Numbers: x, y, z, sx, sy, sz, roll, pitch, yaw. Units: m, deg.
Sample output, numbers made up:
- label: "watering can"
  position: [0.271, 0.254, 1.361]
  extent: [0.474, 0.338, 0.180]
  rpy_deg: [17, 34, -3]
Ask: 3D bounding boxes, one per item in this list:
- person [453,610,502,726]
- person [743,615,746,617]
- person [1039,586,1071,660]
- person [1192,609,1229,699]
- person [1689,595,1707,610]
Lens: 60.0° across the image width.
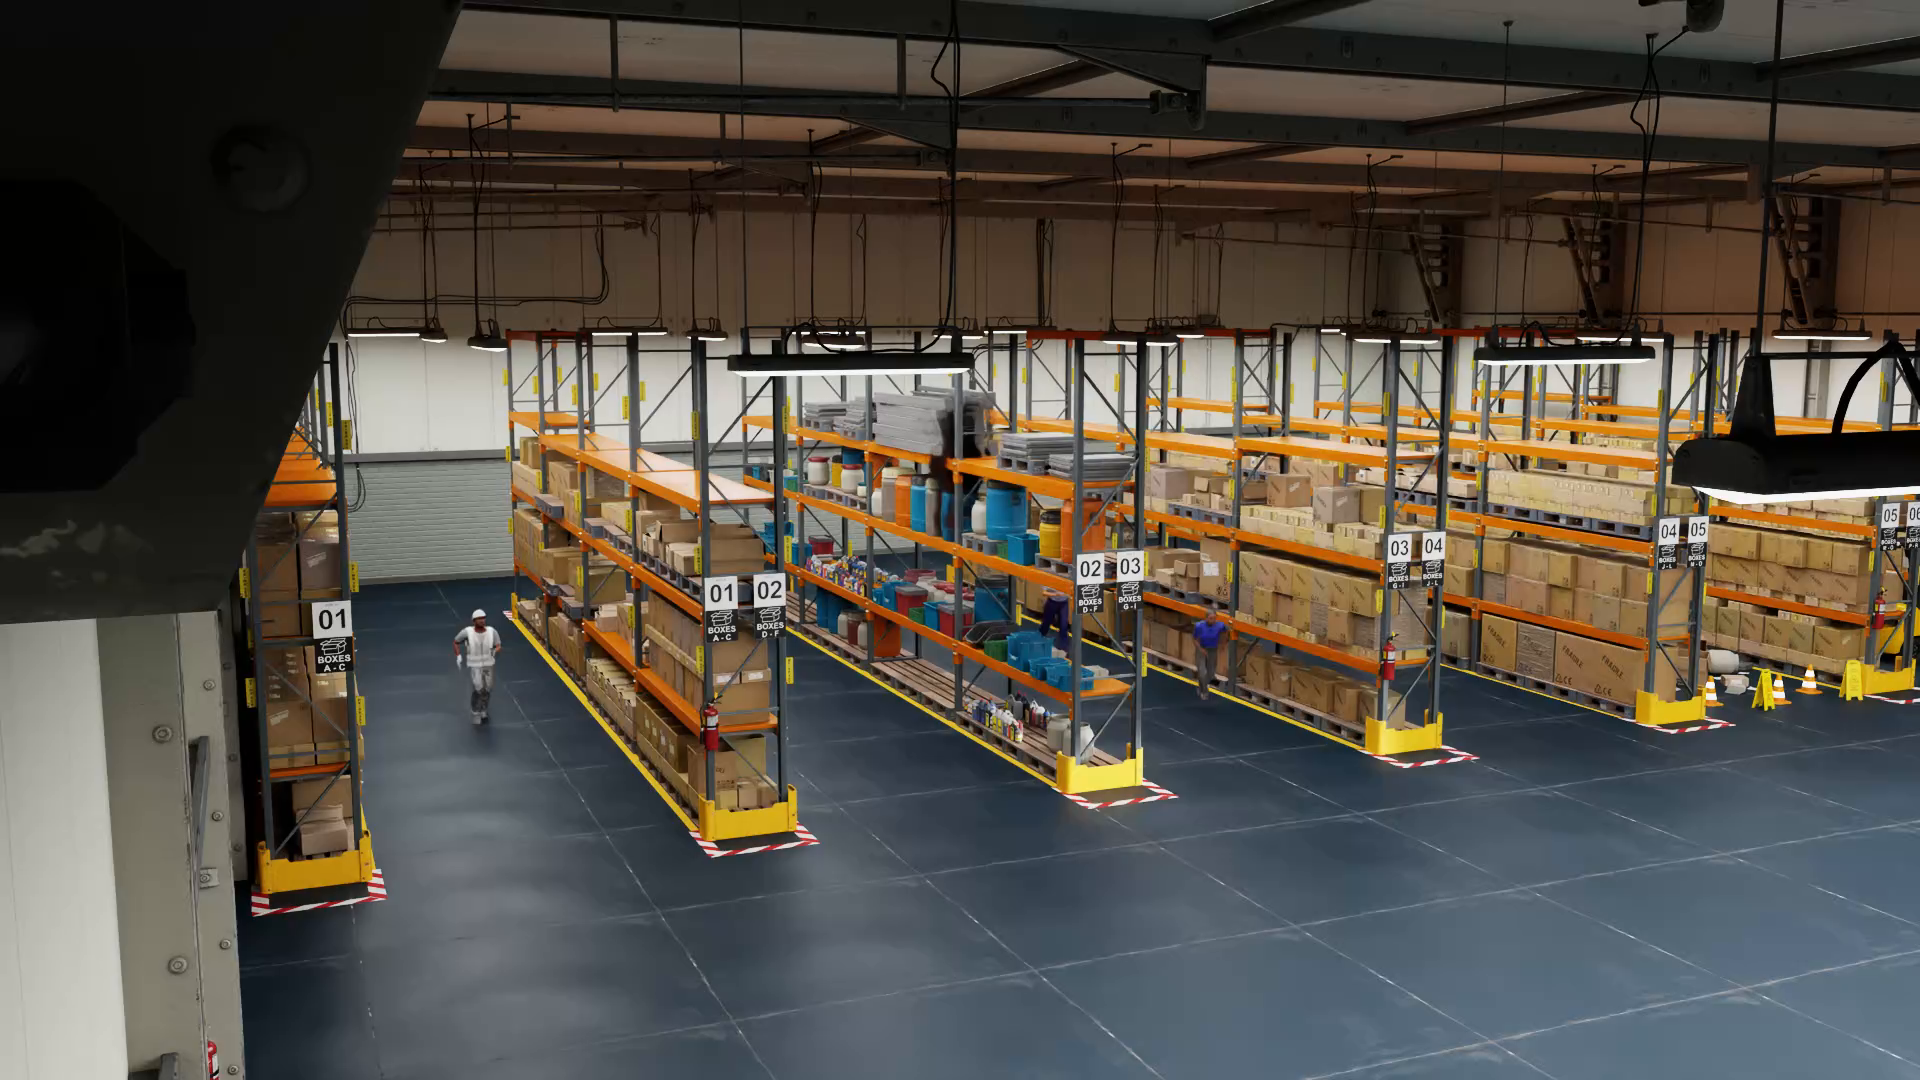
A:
- label: "person"
  position: [-7.399, 1.968, 25.660]
  extent: [0.678, 1.792, 0.711]
  rpy_deg: [-5, 9, -32]
- label: "person"
  position: [-3.862, 1.762, 28.205]
  extent: [0.721, 1.469, 0.987]
  rpy_deg: [-7, 11, -43]
- label: "person"
  position: [1.716, 1.230, 29.655]
  extent: [0.617, 1.705, 0.847]
  rpy_deg: [-3, 8, -20]
- label: "person"
  position: [3.914, 1.779, 26.031]
  extent: [0.590, 1.490, 0.754]
  rpy_deg: [0, 8, -4]
- label: "person"
  position: [15.575, 0.772, 35.583]
  extent: [0.802, 1.487, 0.636]
  rpy_deg: [6, 10, 38]
